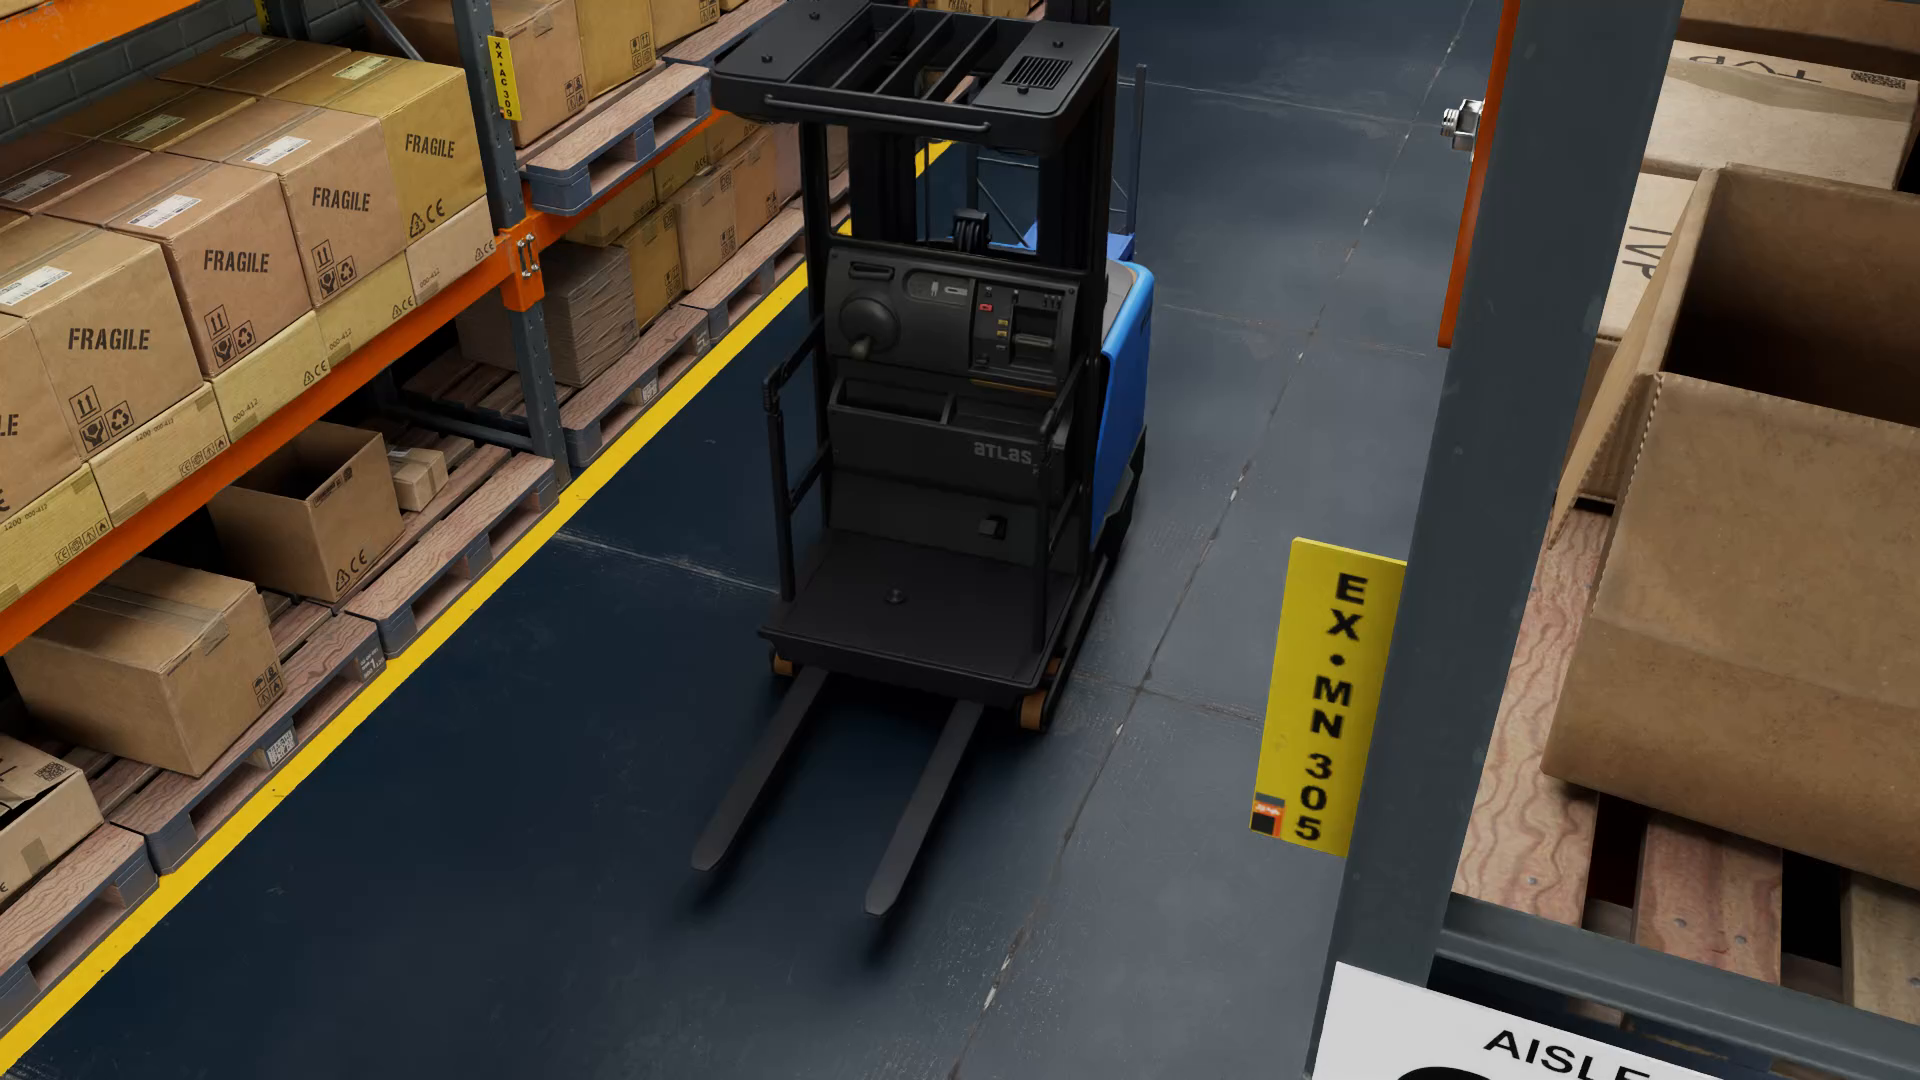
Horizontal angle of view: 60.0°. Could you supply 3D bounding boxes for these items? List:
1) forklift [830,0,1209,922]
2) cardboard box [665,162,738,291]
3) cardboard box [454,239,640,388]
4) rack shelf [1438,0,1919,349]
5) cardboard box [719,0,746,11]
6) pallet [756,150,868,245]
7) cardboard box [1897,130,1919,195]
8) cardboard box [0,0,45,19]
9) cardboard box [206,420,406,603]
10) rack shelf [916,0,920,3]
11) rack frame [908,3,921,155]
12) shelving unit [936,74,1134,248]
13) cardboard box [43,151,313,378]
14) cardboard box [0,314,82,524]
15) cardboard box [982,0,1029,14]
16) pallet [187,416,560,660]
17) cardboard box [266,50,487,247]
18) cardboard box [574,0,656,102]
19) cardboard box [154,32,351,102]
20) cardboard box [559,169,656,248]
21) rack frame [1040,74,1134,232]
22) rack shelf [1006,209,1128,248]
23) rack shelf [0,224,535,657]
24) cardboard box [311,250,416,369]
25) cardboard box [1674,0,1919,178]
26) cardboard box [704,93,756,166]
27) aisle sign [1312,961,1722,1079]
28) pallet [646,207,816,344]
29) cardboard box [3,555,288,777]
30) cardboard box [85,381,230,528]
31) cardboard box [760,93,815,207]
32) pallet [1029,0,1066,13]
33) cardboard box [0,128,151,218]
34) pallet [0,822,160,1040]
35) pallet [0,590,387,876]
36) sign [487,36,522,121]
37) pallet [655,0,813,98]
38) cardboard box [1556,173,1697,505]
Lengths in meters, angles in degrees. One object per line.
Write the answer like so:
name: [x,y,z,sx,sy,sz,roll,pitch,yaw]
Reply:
forklift: [0.148,-0.709,5.750,1.130,2.935,3.031,-3,37,-4]
cardboard box: [-1.612,-1.703,8.743,0.700,0.500,0.500,14,39,18]
cardboard box: [-1.994,-1.132,7.979,0.700,0.500,0.500,15,39,19]
rack shelf: [1.563,-1.266,2.363,1.077,0.370,4.000,14,39,18]
cardboard box: [-1.359,-3.019,8.333,0.700,0.500,0.500,14,39,18]
pallet: [-1.035,-2.211,10.032,1.003,0.211,1.213,14,39,18]
cardboard box: [1.687,-0.527,2.394,0.500,0.500,0.500,14,39,18]
cardboard box: [-2.806,-1.588,4.263,0.500,0.500,0.500,16,40,21]
cardboard box: [-2.616,-0.137,6.648,0.500,0.500,0.500,11,38,14]
rack shelf: [0.025,-4.579,11.472,1.077,0.370,4.000,14,39,18]
rack frame: [-0.736,-3.760,9.775,1.000,3.000,0.127,14,39,18]
shelving unit: [0.369,-1.418,7.895,0.538,1.500,1.048,19,41,23]
cardboard box: [-2.538,-0.908,5.441,0.500,0.500,0.500,13,39,16]
cardboard box: [-2.921,-0.331,4.670,0.500,0.500,0.500,13,39,16]
cardboard box: [0.004,-3.928,11.445,0.750,0.750,0.750,14,39,18]
pallet: [-2.481,-0.049,7.139,1.003,0.211,1.213,14,39,18]
cardboard box: [-2.152,-1.462,6.182,0.500,0.500,0.500,14,39,18]
cardboard box: [-1.814,-2.344,7.429,0.700,0.500,0.500,18,40,22]
cardboard box: [-2.630,-1.581,6.342,0.500,0.500,0.500,13,39,17]
cardboard box: [-1.829,-1.677,8.082,0.500,0.250,0.500,13,39,17]
rack frame: [0.619,-1.683,8.249,0.500,1.500,0.032,19,41,23]
rack shelf: [0.369,-1.274,8.003,0.538,0.185,1.000,19,41,23]
rack shelf: [-3.019,-0.150,5.546,1.077,0.370,4.000,14,39,18]
cardboard box: [-2.355,-0.888,6.041,0.500,0.250,0.500,14,39,18]
cardboard box: [1.581,-1.003,3.027,0.797,0.503,0.637,18,40,23]
cardboard box: [-1.428,-2.238,8.832,0.500,0.250,0.500,14,39,18]
aisle sign: [0.506,0.724,1.605,0.394,0.787,0.004,14,39,18]
pallet: [-1.501,-1.538,9.131,1.003,0.211,1.213,14,39,18]
cardboard box: [-2.891,0.421,5.901,0.700,0.500,0.500,11,38,15]
cardboard box: [-2.723,-0.327,5.291,0.500,0.250,0.500,14,39,18]
cardboard box: [-1.266,-2.266,9.496,0.700,0.500,0.500,14,39,18]
pallet: [0.099,-3.736,12.072,1.003,0.211,1.213,14,39,18]
cardboard box: [-3.025,-1.021,5.593,0.500,0.500,0.500,15,39,19]
pallet: [-3.409,1.302,5.331,1.003,0.211,1.213,14,39,18]
pallet: [-2.944,0.629,6.232,1.003,0.211,1.213,14,39,18]
sign: [-1.753,-1.773,6.393,0.100,0.325,0.005,14,39,18]
pallet: [-1.452,-2.578,8.354,1.003,0.211,1.213,14,39,18]
cardboard box: [0.997,-0.268,2.255,0.500,0.250,0.500,14,39,18]
